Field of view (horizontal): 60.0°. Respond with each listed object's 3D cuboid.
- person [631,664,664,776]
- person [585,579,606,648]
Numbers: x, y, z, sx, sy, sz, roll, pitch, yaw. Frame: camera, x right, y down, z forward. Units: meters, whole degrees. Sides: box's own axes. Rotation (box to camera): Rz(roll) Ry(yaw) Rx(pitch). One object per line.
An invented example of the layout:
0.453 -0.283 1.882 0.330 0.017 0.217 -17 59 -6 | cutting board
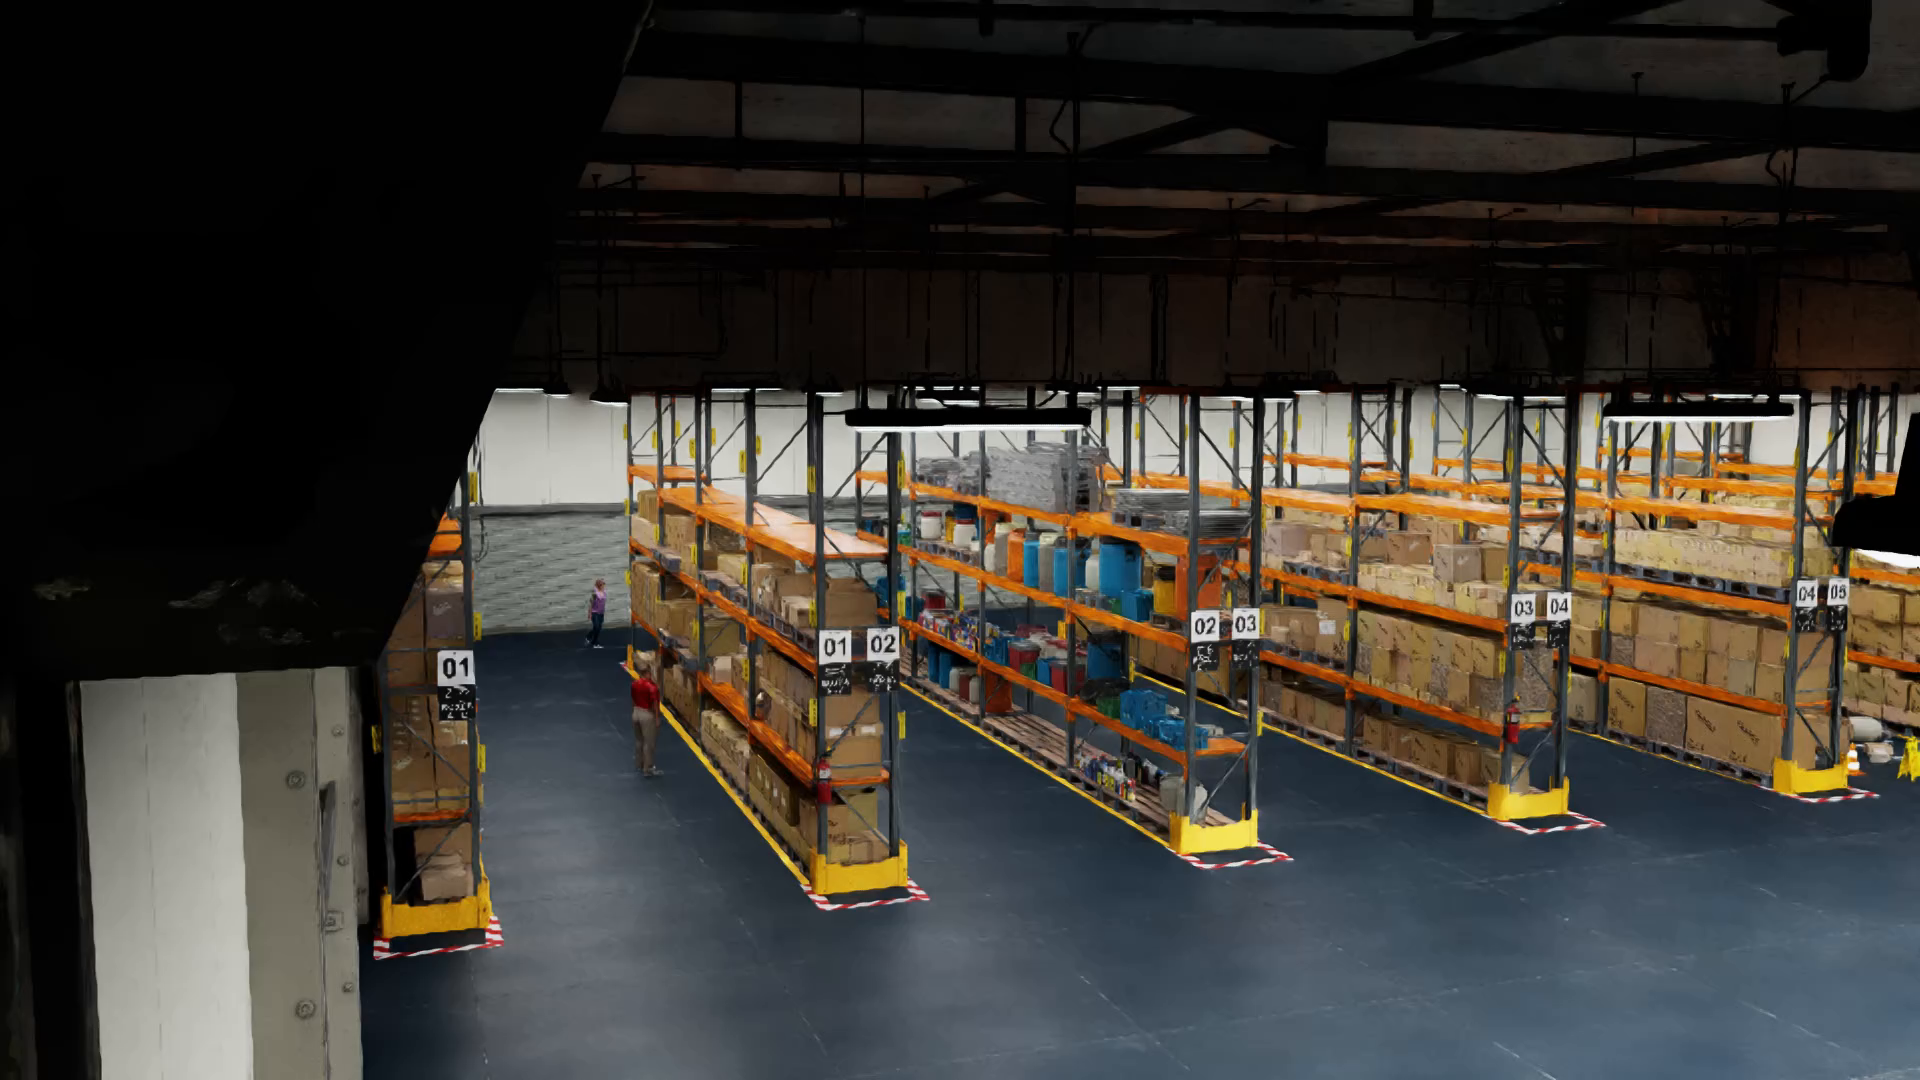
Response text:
-4.865 2.783 25.940 0.595 1.737 0.449 5 8 39 | person
-8.243 1.660 37.624 0.454 1.589 0.471 4 7 31 | person
